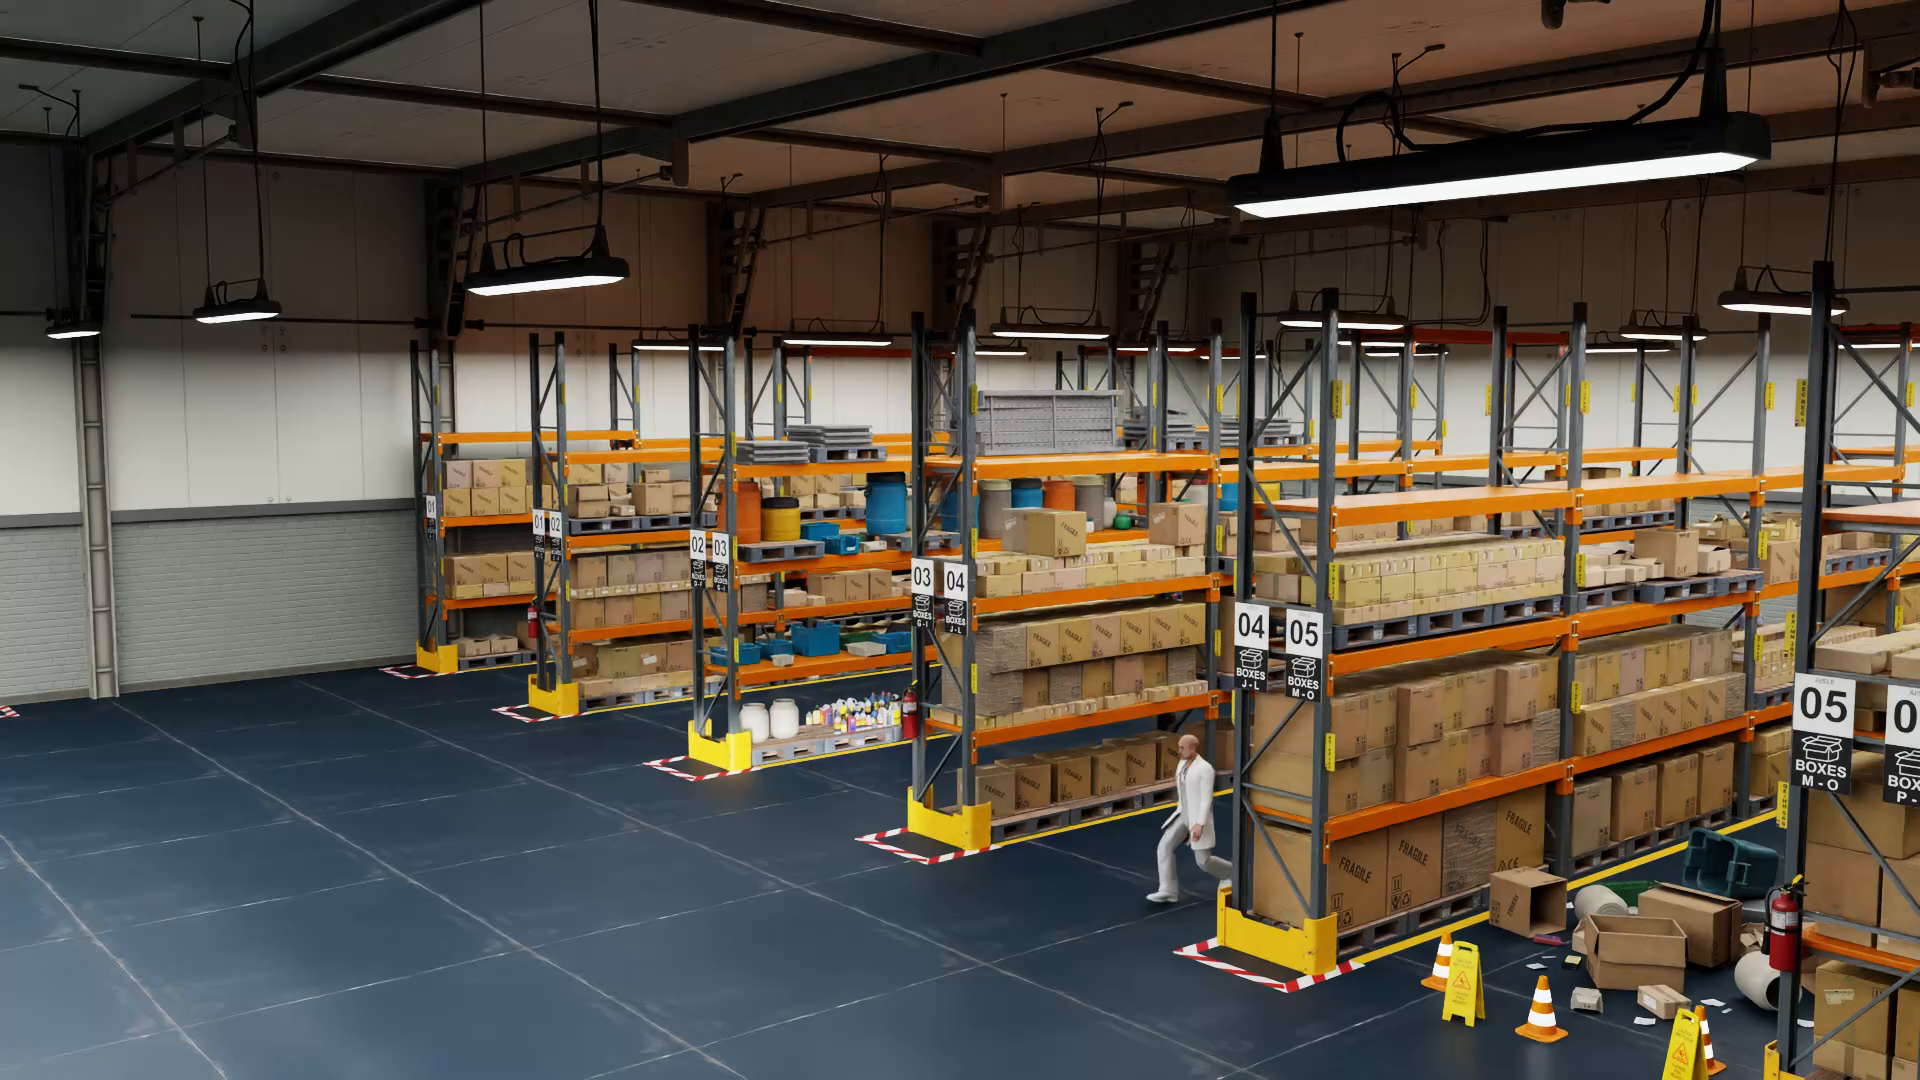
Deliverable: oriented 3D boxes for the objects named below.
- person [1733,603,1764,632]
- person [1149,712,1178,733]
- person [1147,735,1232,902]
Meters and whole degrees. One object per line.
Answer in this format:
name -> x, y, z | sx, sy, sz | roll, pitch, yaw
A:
person -> 13.407, 1.753, 28.179 | 0.598, 1.644, 0.484 | 4, 7, 37
person -> 2.901, 2.195, 24.140 | 0.615, 1.501, 0.754 | -3, 6, -32
person -> 2.315, 2.790, 16.738 | 1.066, 1.661, 0.574 | -4, 6, -34
